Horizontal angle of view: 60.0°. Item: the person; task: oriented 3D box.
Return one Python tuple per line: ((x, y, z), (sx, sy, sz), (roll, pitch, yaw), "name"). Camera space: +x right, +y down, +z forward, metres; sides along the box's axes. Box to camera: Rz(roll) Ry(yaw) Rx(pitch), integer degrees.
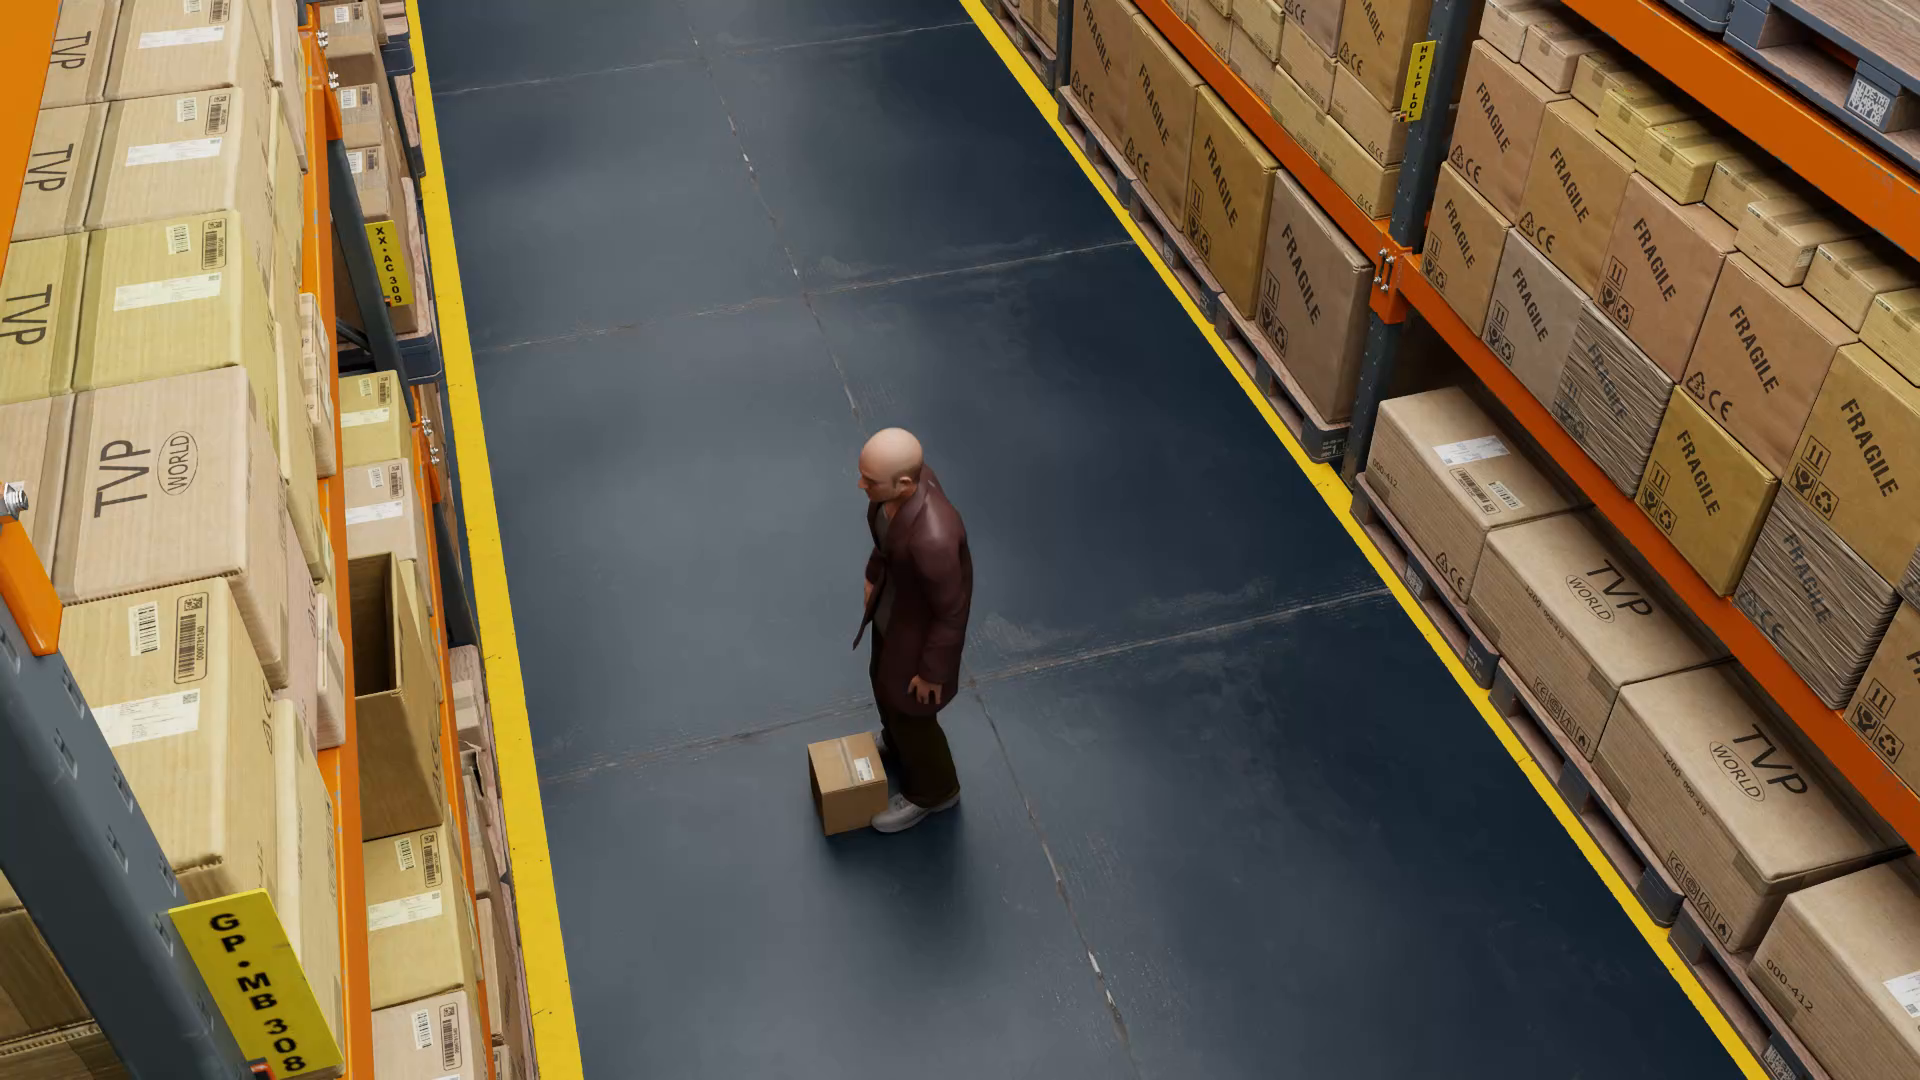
((-0.182, 0.302, 5.833), (0.429, 1.772, 0.645), (-14, 44, -15), "person")
